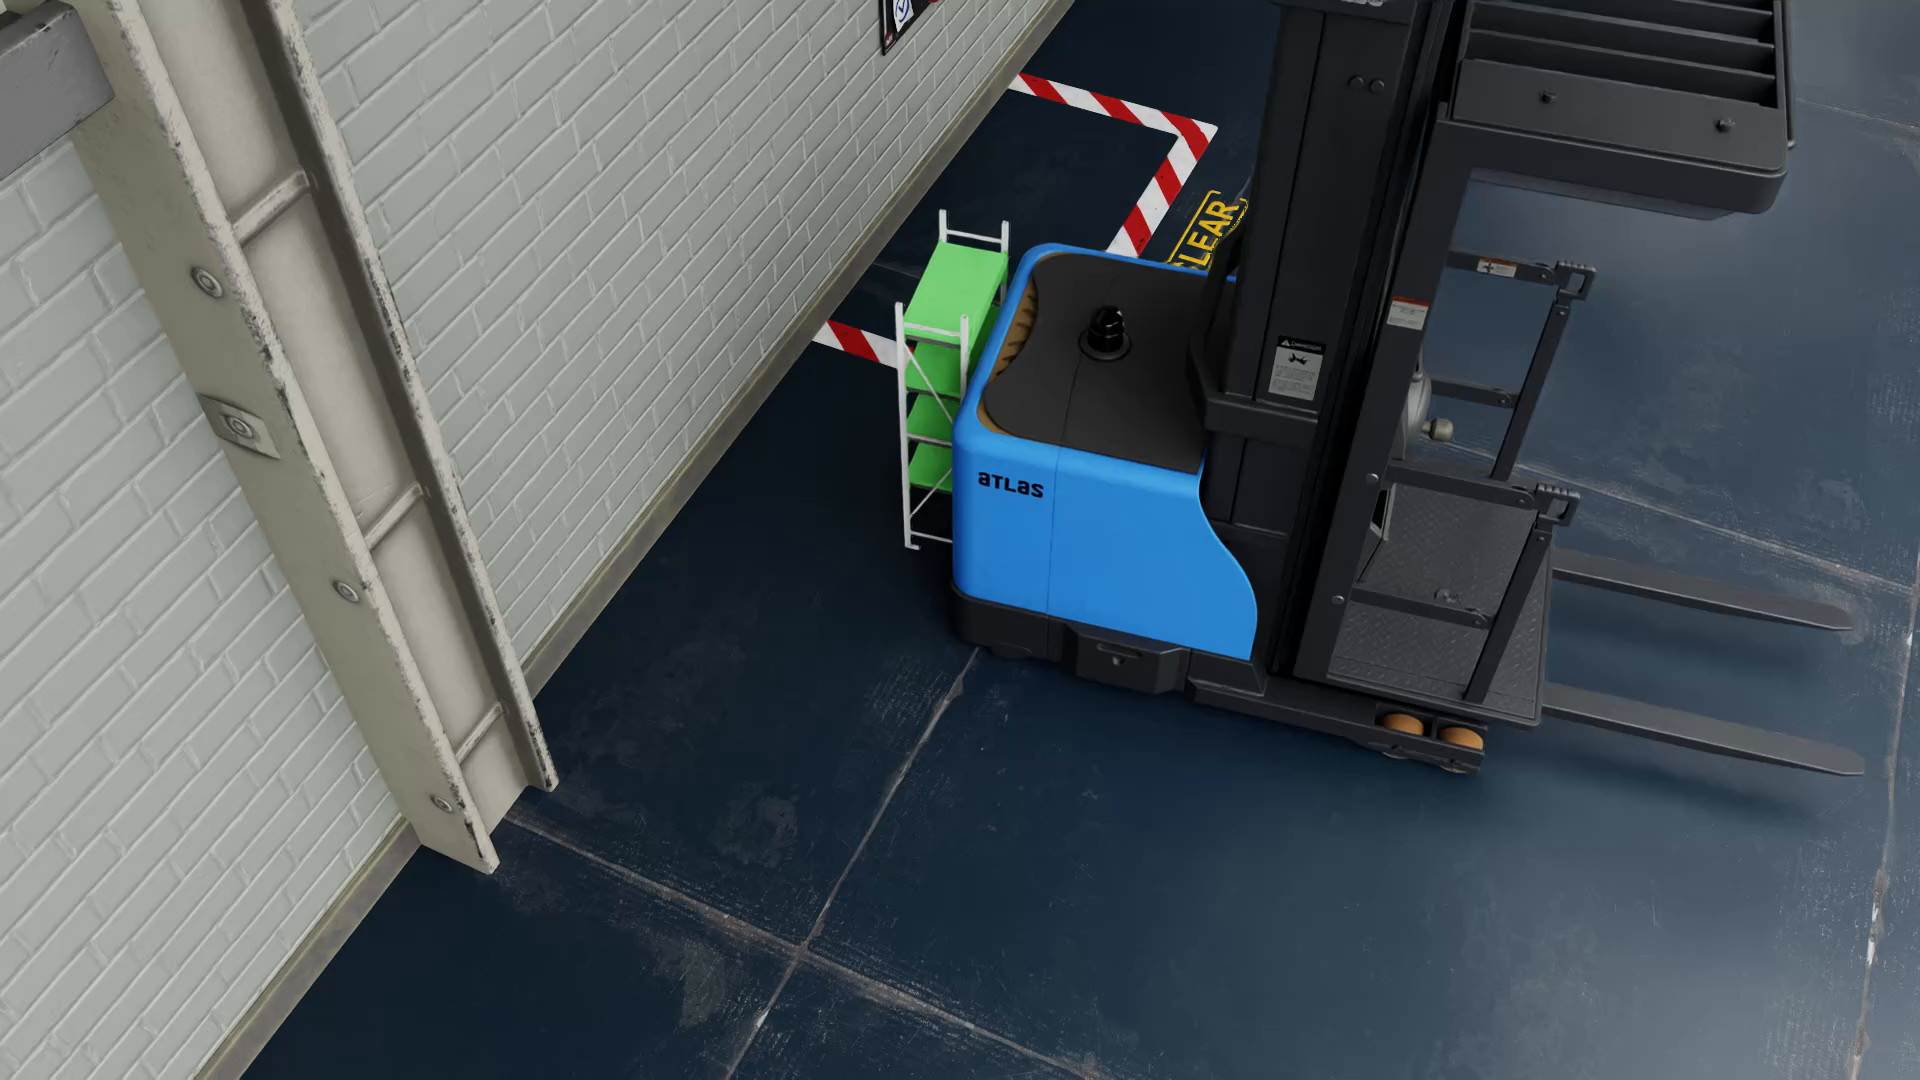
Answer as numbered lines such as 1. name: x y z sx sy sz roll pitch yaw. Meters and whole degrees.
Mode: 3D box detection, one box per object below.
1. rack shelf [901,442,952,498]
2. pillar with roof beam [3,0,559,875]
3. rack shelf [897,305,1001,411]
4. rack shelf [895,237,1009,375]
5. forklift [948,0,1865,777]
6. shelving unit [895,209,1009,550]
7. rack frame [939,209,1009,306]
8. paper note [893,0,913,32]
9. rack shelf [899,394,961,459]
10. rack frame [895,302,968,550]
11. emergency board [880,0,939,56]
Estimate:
1. rack shelf: -0.021 -0.324 6.137 0.258 0.148 0.480 13 51 11
2. pillar with roof beam: 2.331 -0.626 0.874 9.100 9.000 0.400 20 52 16
3. rack shelf: -0.022 -0.635 5.771 0.258 0.148 0.480 13 51 11
4. rack shelf: -0.022 -0.791 5.588 0.258 0.148 0.480 13 51 11
5. forklift: 1.536 -0.624 4.857 3.031 2.935 1.130 13 51 11
6. shelving unit: -0.021 -0.521 5.905 0.258 1.200 0.503 13 51 11
7. rack frame: 0.047 -0.699 6.057 0.240 1.200 0.015 13 51 11
8. paper note: -0.227 -2.140 6.680 0.016 0.148 0.142 20 52 16
9. rack shelf: -0.021 -0.480 5.954 0.258 0.148 0.480 13 51 11
10. rack frame: -0.090 -0.343 5.754 0.240 1.200 0.015 13 51 11
11. emergency board: -0.088 -2.525 6.429 0.194 1.169 0.643 20 52 16
